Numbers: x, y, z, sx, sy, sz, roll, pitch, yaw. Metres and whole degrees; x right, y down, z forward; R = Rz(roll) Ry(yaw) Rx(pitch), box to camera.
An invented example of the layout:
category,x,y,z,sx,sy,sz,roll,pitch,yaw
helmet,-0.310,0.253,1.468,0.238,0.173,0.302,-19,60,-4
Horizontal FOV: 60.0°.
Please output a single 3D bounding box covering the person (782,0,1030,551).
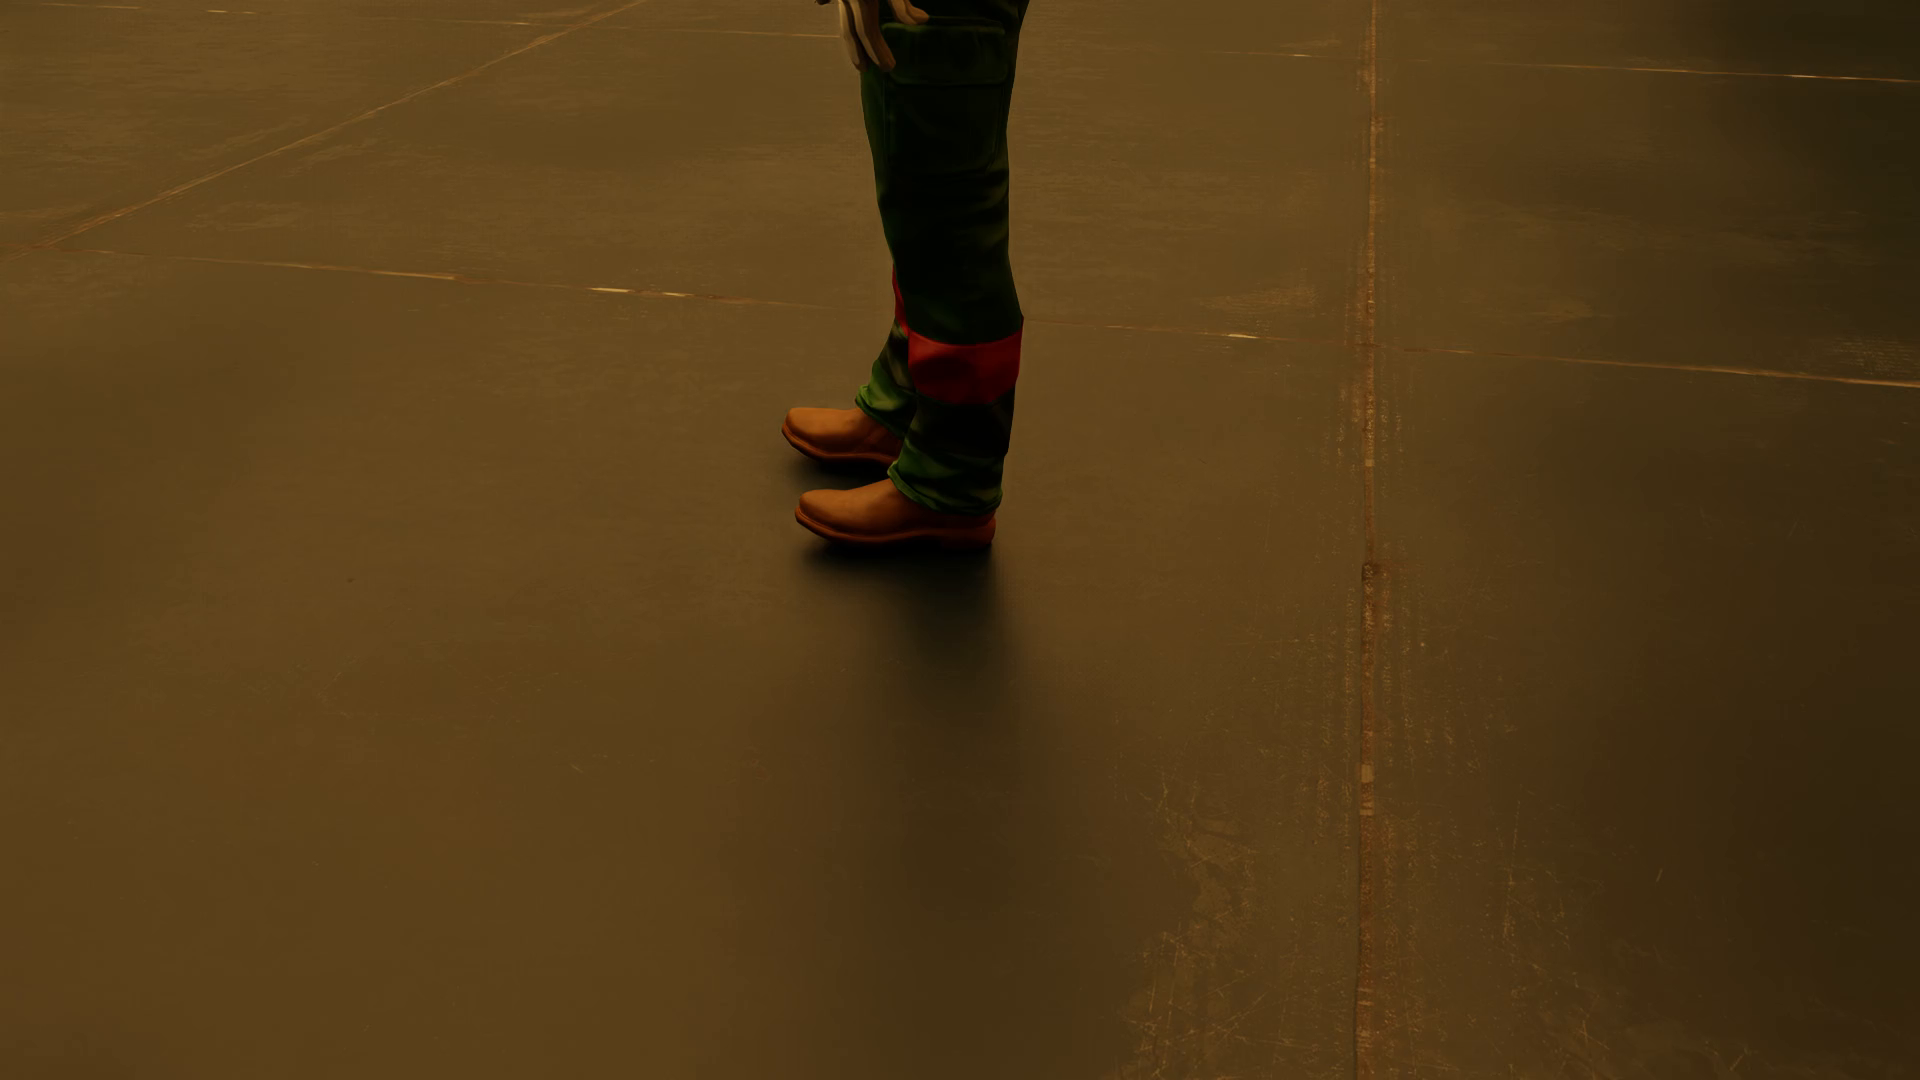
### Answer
category,x,y,z,sx,sy,sz,roll,pitch,yaw
person,-0.076,-0.819,2.120,0.562,1.790,0.637,6,27,11
